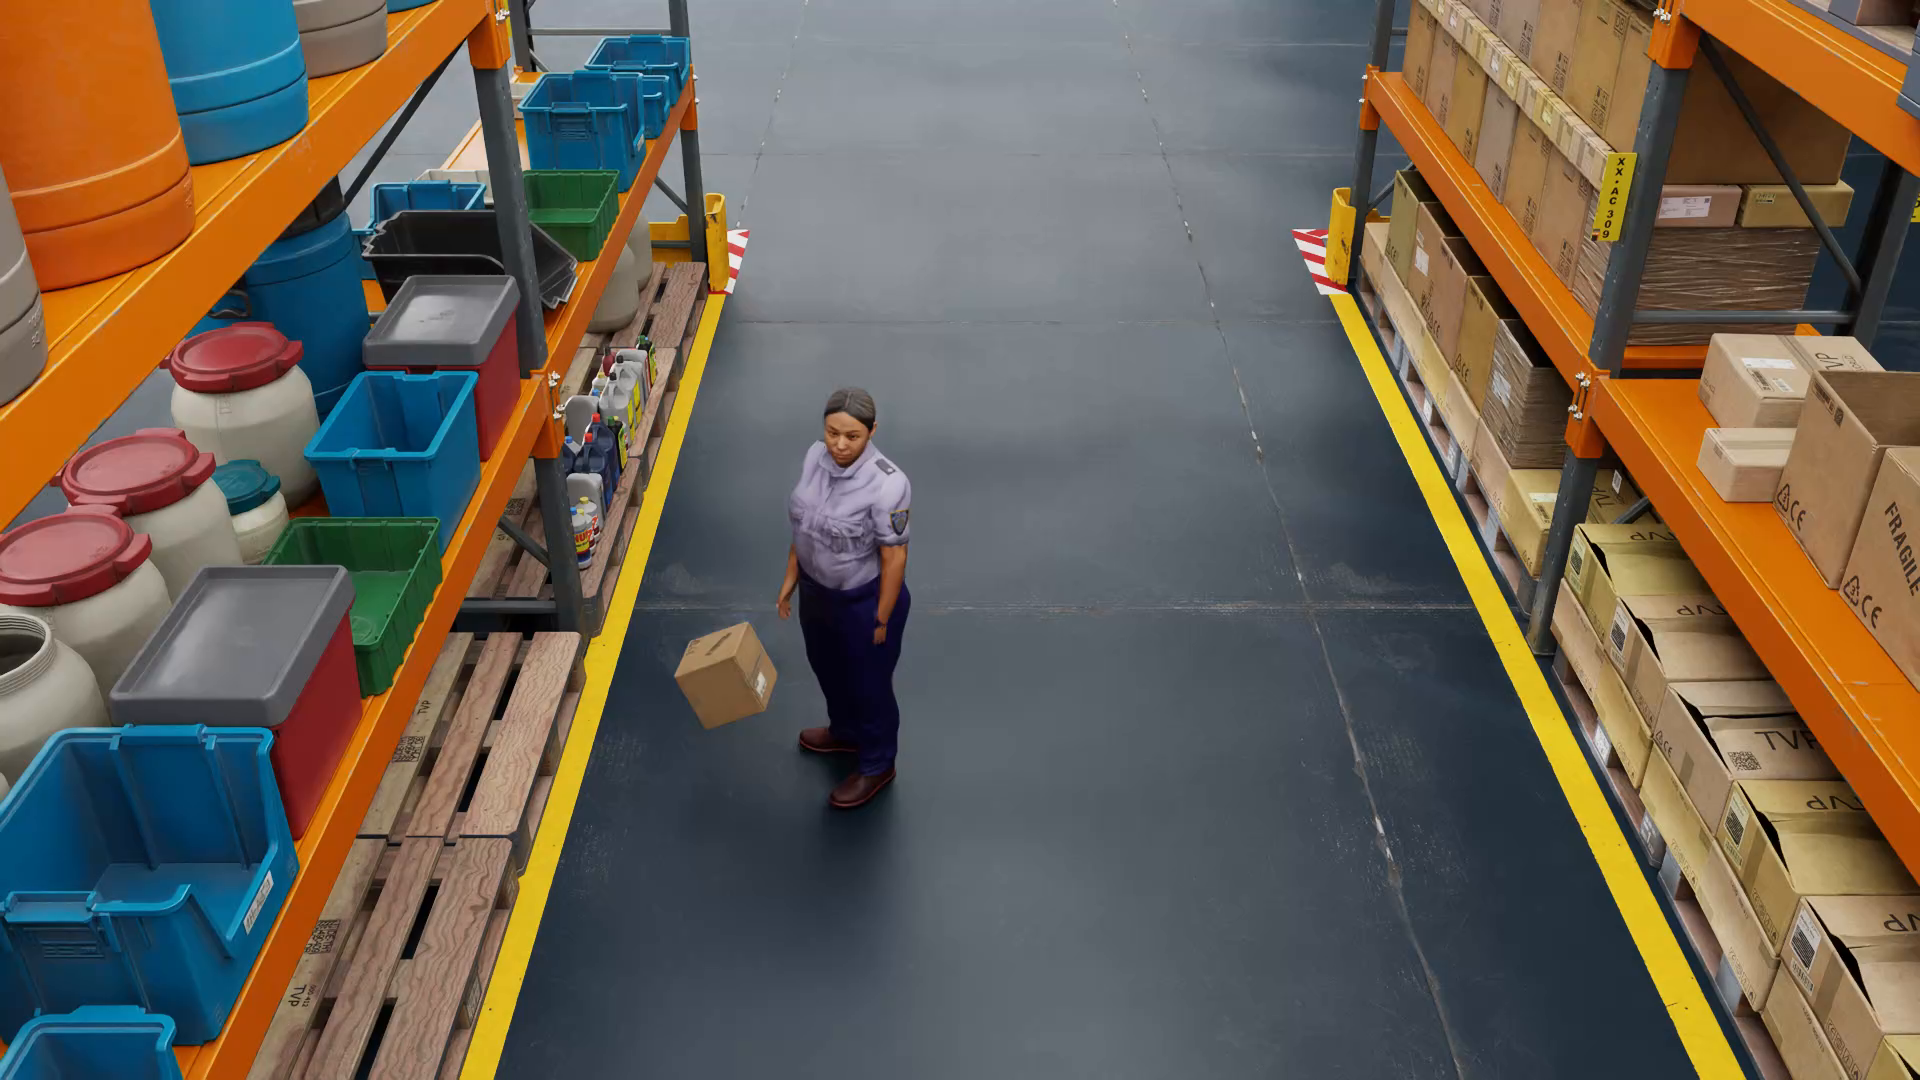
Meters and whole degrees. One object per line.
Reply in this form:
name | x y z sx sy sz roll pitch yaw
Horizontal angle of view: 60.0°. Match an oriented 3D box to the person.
person | -0.422 0.192 5.813 0.369 1.656 0.614 -25 39 -34
